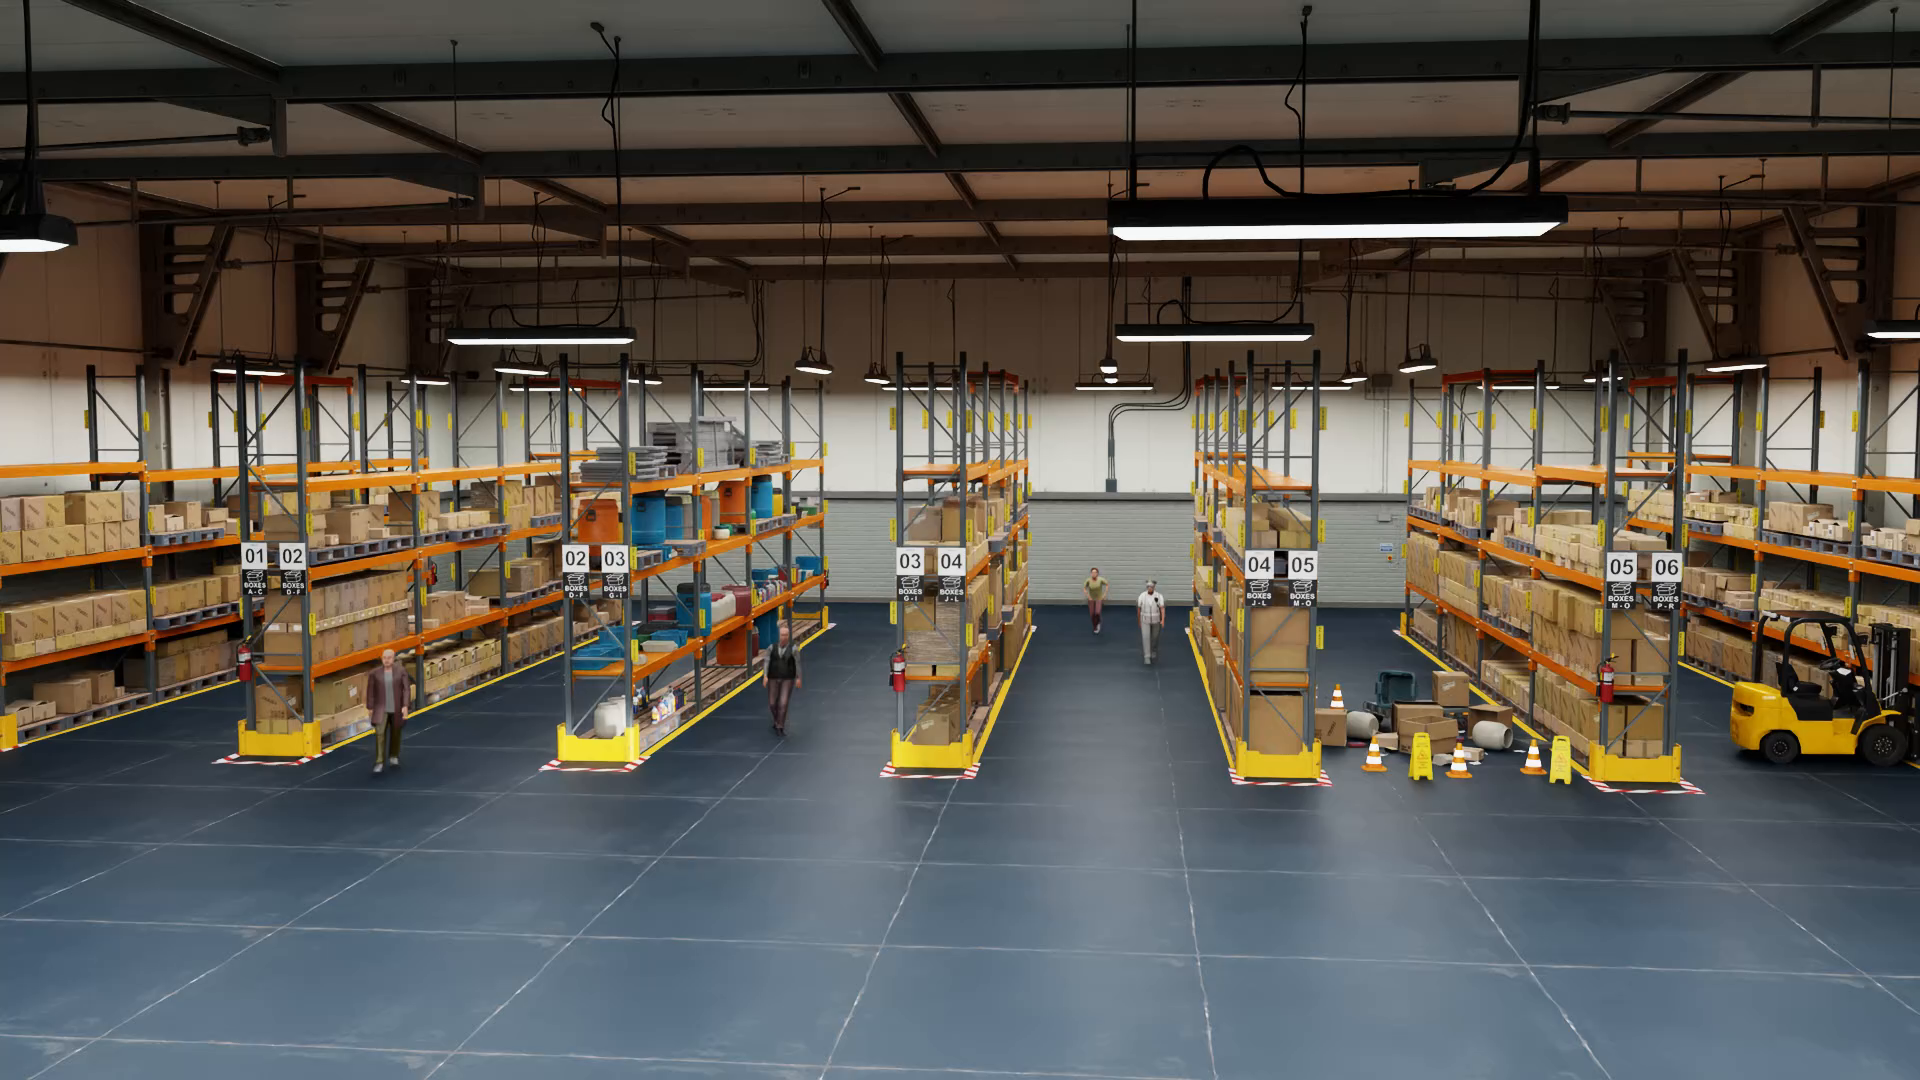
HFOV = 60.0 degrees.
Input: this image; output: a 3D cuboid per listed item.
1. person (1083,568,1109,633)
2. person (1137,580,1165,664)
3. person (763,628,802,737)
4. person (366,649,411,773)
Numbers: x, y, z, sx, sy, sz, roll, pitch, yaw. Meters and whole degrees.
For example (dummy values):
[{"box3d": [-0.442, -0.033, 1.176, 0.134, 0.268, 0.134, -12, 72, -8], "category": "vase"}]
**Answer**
[{"box3d": [3.225, 1.424, 39.333, 0.607, 1.576, 0.684, 1, 4, 14], "category": "person"}, {"box3d": [3.975, 1.672, 34.546, 0.561, 1.708, 1.078, 0, 4, 3], "category": "person"}, {"box3d": [-2.860, 2.277, 26.752, 0.608, 1.742, 0.657, 0, 4, 3], "category": "person"}, {"box3d": [-8.150, 2.424, 23.754, 0.598, 1.729, 1.086, -2, 4, -25], "category": "person"}]
